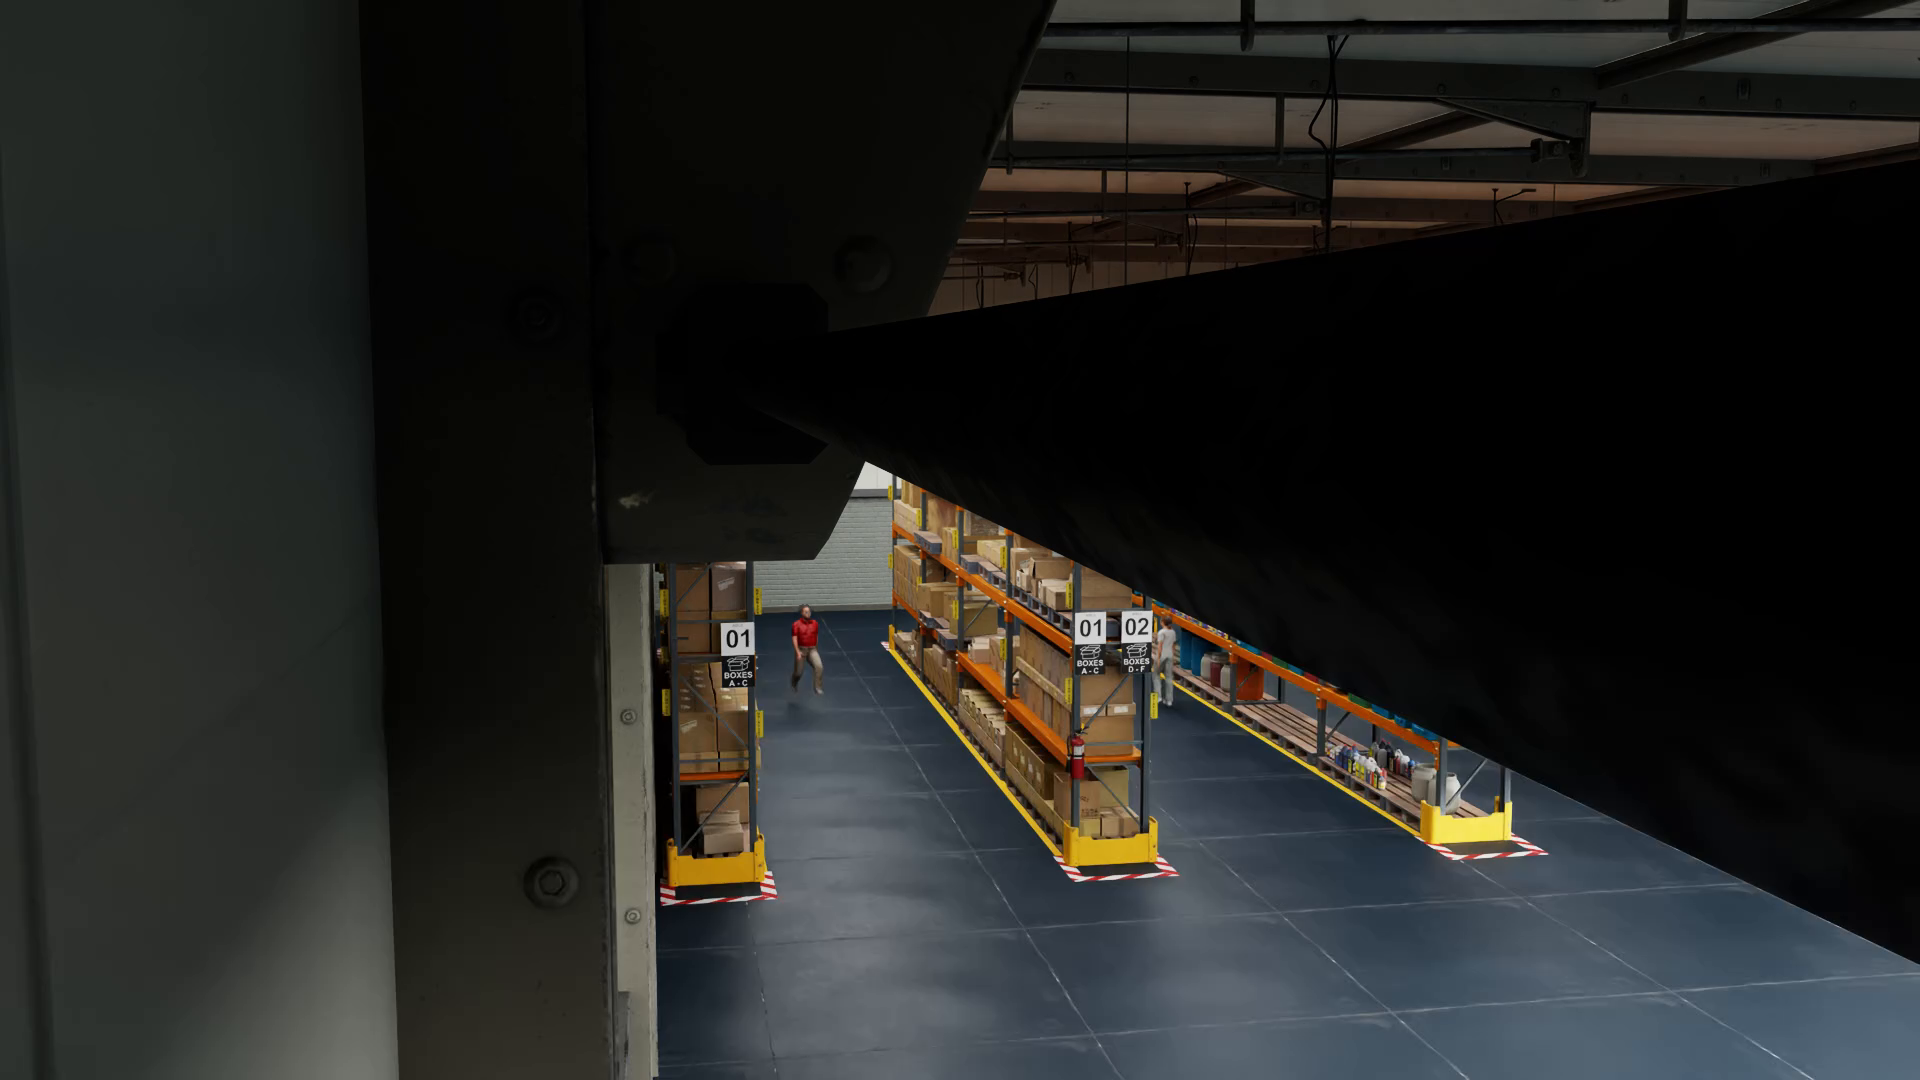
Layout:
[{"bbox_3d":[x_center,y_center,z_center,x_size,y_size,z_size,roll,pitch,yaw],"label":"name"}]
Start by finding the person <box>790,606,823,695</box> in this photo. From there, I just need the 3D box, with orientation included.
[{"bbox_3d":[-2.792,2.014,30.195,0.529,1.622,1.005,-3,7,-23],"label":"person"}]

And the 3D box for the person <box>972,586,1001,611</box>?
[{"bbox_3d":[0.556,1.447,37.084,0.551,1.717,1.054,-3,7,-26],"label":"person"}]

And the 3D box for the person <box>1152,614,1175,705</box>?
[{"bbox_3d":[3.785,2.227,30.585,0.451,1.714,0.595,-2,6,-16],"label":"person"}]
